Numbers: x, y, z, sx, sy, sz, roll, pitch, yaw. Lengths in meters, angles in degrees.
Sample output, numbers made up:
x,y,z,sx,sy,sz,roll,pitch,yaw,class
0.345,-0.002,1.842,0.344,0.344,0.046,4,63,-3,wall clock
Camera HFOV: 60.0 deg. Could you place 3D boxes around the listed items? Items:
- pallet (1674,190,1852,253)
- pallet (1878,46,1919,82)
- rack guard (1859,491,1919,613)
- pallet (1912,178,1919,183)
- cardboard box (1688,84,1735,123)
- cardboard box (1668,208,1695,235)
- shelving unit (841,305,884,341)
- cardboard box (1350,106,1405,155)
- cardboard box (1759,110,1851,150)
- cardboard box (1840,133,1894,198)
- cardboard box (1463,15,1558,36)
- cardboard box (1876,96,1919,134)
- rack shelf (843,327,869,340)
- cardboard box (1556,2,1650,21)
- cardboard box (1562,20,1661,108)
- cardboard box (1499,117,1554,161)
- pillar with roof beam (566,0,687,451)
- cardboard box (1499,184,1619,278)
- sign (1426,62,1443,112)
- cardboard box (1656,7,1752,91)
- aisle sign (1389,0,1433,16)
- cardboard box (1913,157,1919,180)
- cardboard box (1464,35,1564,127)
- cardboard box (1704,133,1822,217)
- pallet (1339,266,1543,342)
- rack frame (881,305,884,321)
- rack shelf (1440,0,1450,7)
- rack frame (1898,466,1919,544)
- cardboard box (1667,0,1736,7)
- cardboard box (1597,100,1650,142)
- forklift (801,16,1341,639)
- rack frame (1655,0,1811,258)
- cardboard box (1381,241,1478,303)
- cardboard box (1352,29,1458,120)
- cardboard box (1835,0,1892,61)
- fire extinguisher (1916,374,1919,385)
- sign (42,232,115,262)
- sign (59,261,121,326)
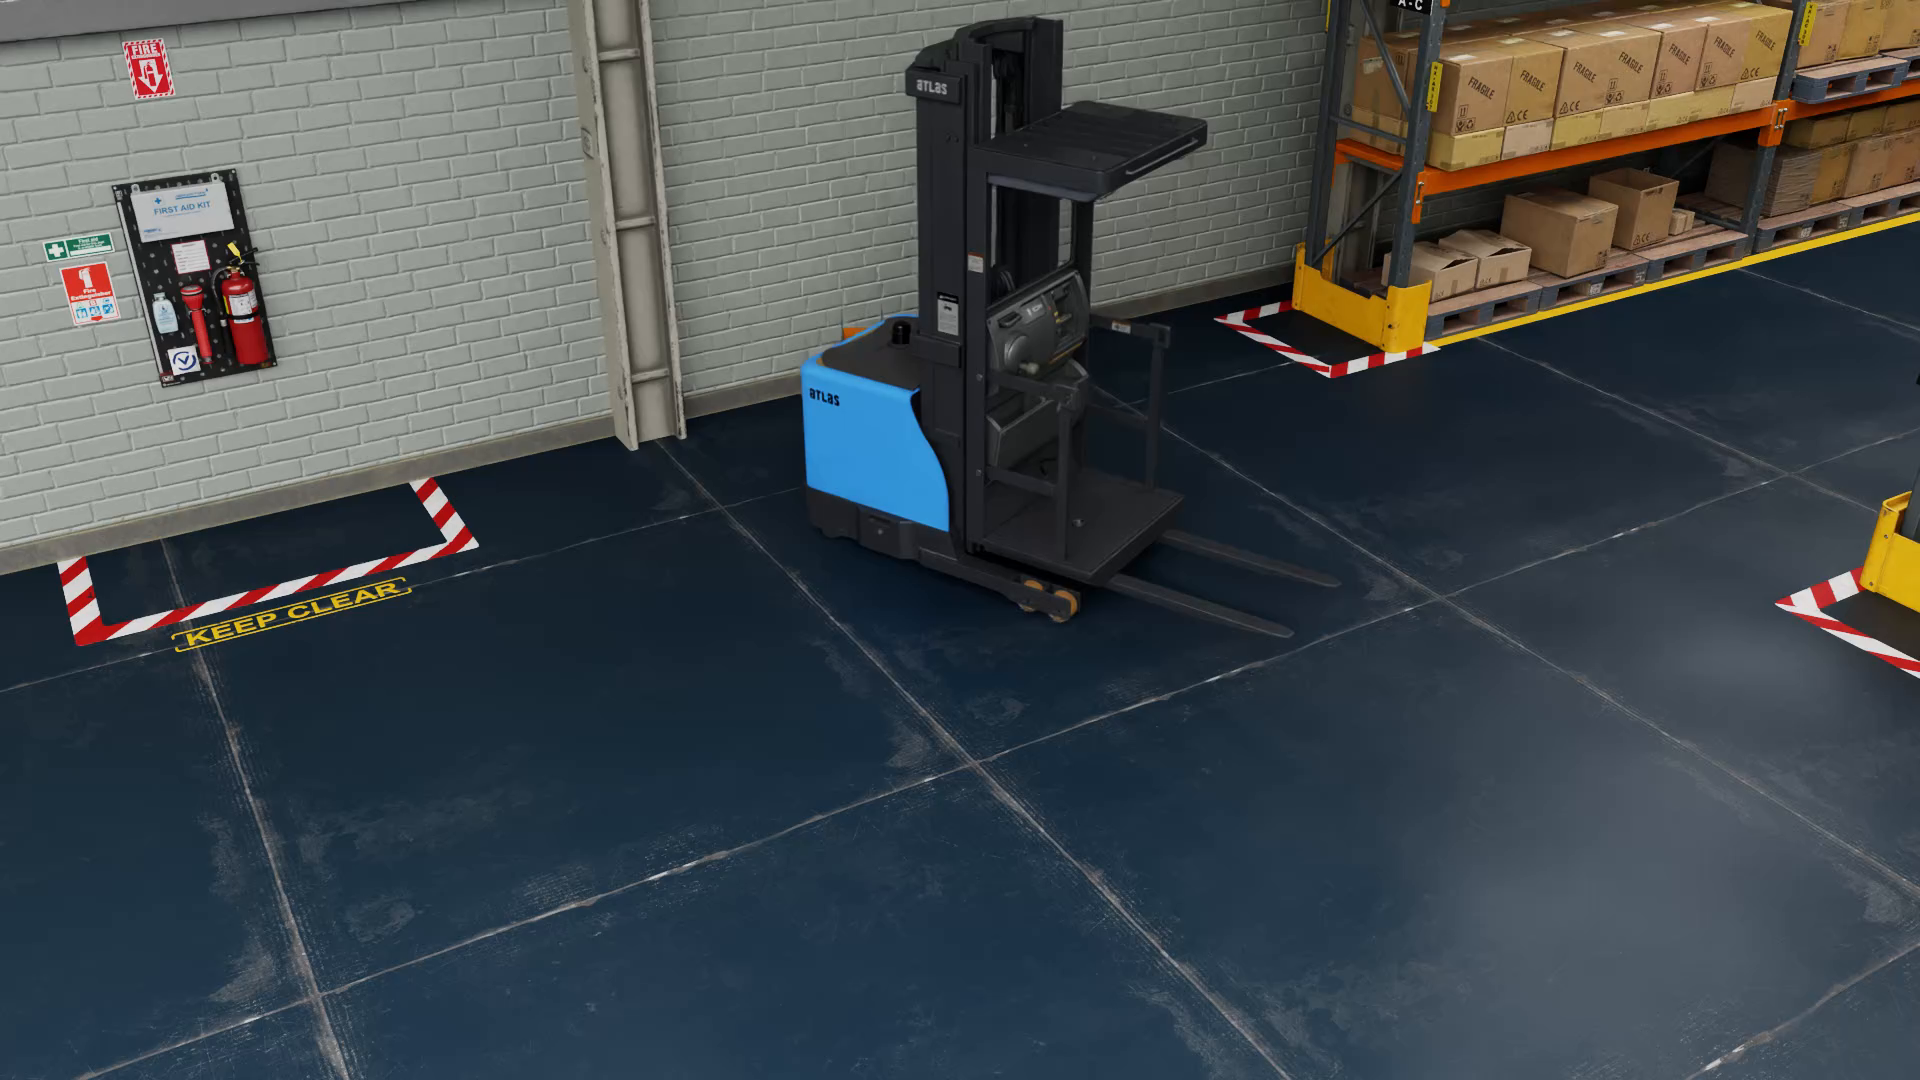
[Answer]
x,y,z,sx,sy,sz,roll,pitch,yaw,class
7.081,-2.891,14.771,1.213,0.211,1.003,-16,33,-26,pallet
8.173,-4.314,14.662,1.213,0.211,1.003,-16,33,-26,pallet
5.453,0.221,8.832,0.348,0.500,1.175,-16,33,-26,rack guard
9.184,-3.489,15.853,1.213,0.211,1.003,-16,33,-26,pallet
5.721,-3.503,13.128,0.500,0.250,0.500,-16,33,-26,cardboard box
5.964,-2.730,14.069,0.250,0.166,0.380,-21,35,-33,cardboard box
-0.594,-0.926,10.340,0.252,1.050,0.215,-3,29,-5,shelving unit
3.266,-3.080,12.361,0.500,0.250,0.500,-15,32,-26,cardboard box
7.414,-3.644,14.604,0.500,0.250,0.500,-17,33,-27,cardboard box
7.917,-3.462,15.050,0.500,0.500,0.700,-15,32,-26,cardboard box
4.143,-3.665,12.644,0.500,0.500,0.500,-17,33,-28,cardboard box
8.300,-3.887,15.045,0.500,0.250,0.500,-16,33,-27,cardboard box
-0.594,-1.165,10.208,0.240,0.259,0.215,-3,29,-5,rack shelf
5.019,-3.920,13.106,0.500,0.500,0.500,-15,32,-25,cardboard box
4.844,-3.577,12.485,0.500,0.500,0.500,-15,32,-25,cardboard box
3.983,-3.005,12.225,0.500,0.250,0.500,-17,33,-28,cardboard box
0.135,-2.838,5.579,0.400,9.000,9.100,-16,33,-26,pillar with roof beam
4.753,-2.470,13.253,0.500,0.500,0.700,-18,34,-29,cardboard box
3.236,-3.095,11.357,0.005,0.325,0.100,-16,33,-26,sign
5.732,-3.823,12.932,0.500,0.500,0.500,-16,33,-27,cardboard box
3.051,-3.937,11.090,0.004,0.787,0.394,-16,33,-26,aisle sign
8.761,-3.723,15.523,0.500,0.500,0.700,-16,33,-26,cardboard box
3.956,-3.322,12.023,0.500,0.500,0.500,-16,33,-26,cardboard box
7.036,-3.206,14.587,0.500,0.500,0.700,-15,32,-25,cardboard box
3.745,-1.924,13.017,1.213,0.211,1.003,-16,33,-26,pallet
-0.473,-0.931,10.350,0.008,1.050,0.200,-3,29,-5,rack frame
4.686,-4.430,12.312,4.000,0.370,1.077,-16,33,-26,rack shelf
5.474,-0.879,8.238,0.127,3.000,1.000,-16,33,-26,rack frame
5.899,-4.164,13.550,0.500,0.500,0.500,-17,33,-27,cardboard box
4.863,-3.250,12.669,0.500,0.250,0.500,-16,32,-26,cardboard box
0.593,-1.136,8.775,3.031,2.935,1.130,18,34,29,forklift
6.410,-3.921,13.750,0.127,3.000,1.000,-16,33,-26,rack frame
3.603,-2.089,12.758,0.500,0.311,0.500,-20,35,-32,cardboard box
3.260,-3.417,12.196,0.500,0.500,0.500,-16,33,-27,cardboard box
7.352,-4.401,14.062,0.500,0.500,0.700,-12,31,-21,cardboard box
5.137,-1.010,8.555,0.183,0.674,0.296,-16,33,-26,fire extinguisher
-4.717,-1.568,8.902,0.331,0.109,0.001,-16,33,-26,sign
-4.725,-1.339,9.035,0.234,0.329,0.001,-16,33,-26,sign
